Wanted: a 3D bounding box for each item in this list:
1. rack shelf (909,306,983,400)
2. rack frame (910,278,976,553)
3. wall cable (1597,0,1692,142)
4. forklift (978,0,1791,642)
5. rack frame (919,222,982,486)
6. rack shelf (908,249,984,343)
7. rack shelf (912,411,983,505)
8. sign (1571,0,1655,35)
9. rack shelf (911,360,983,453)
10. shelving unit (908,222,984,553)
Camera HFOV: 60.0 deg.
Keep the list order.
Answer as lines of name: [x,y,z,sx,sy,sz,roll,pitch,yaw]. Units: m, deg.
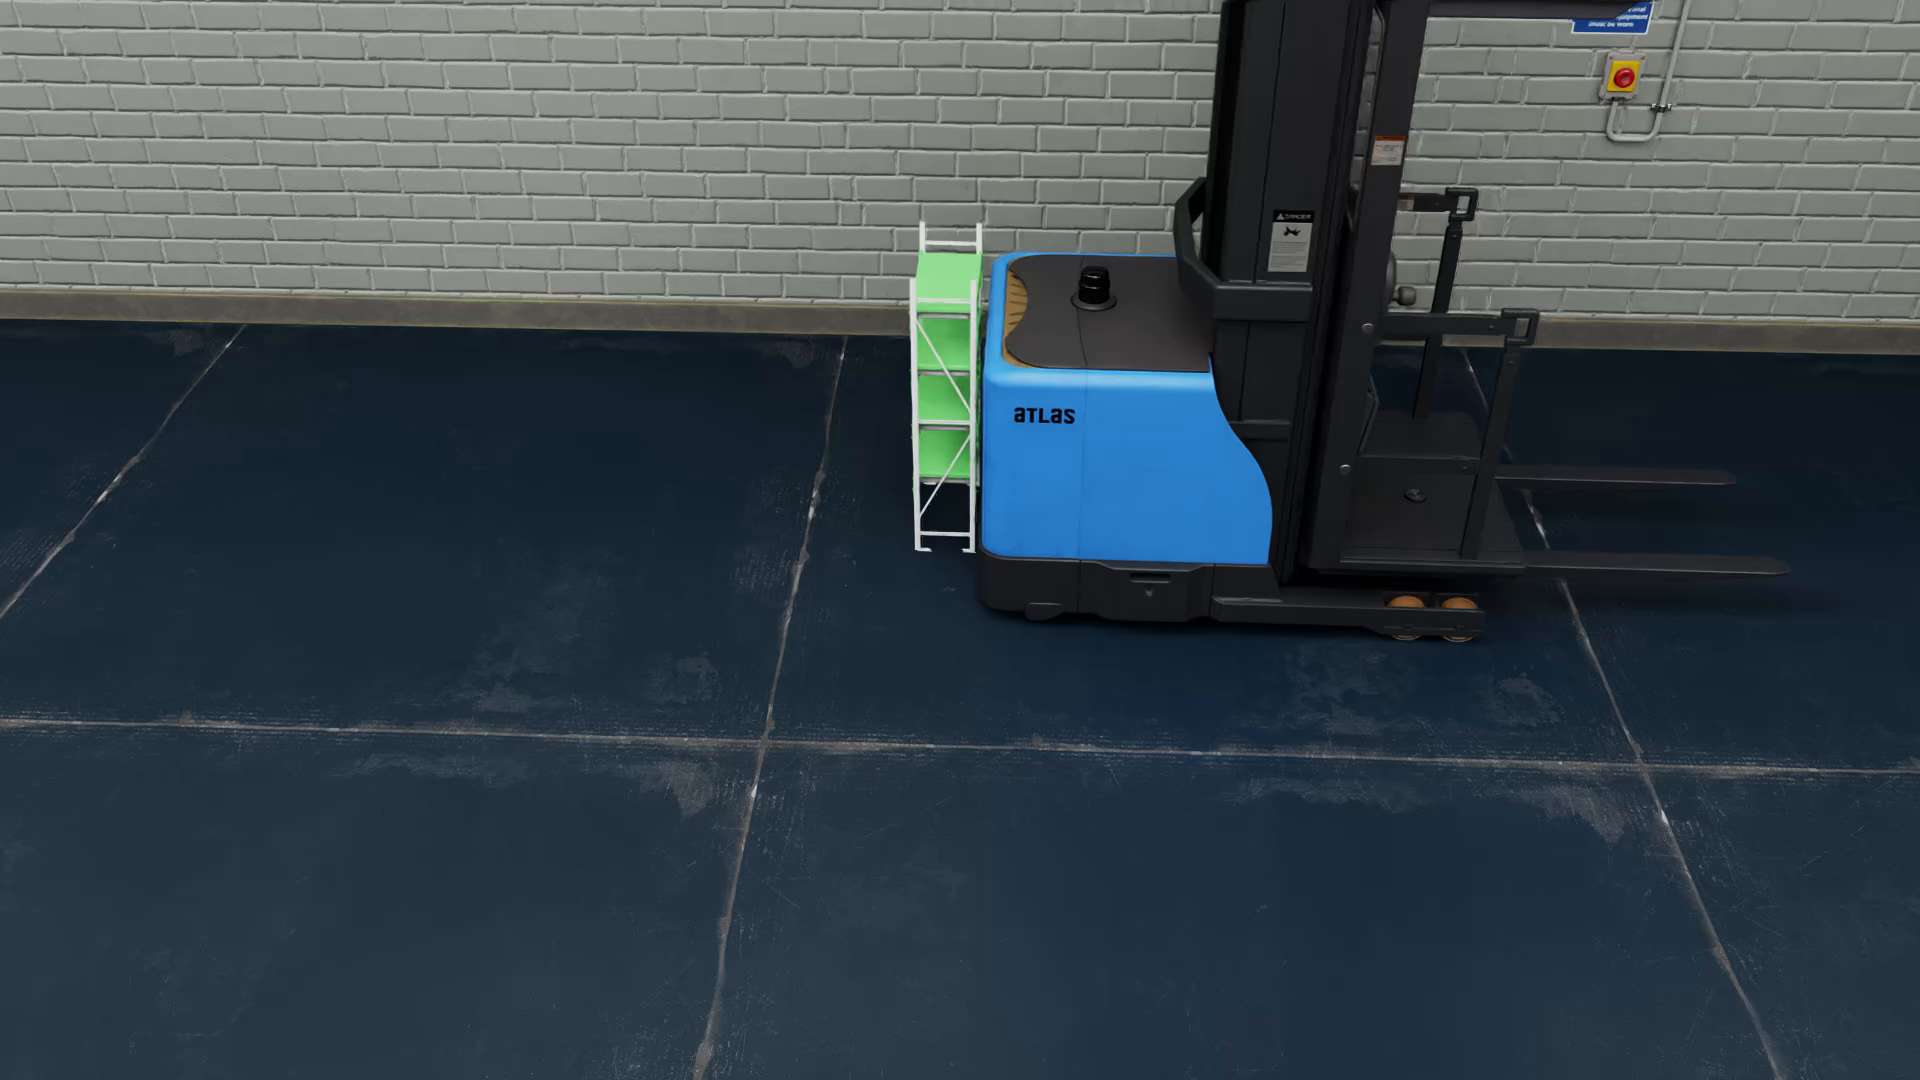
rack shelf: [-0.048,-0.732,6.441,0.258,0.148,0.480,2,35,2]
rack frame: [-0.061,-0.448,6.343,0.240,1.200,0.015,2,35,2]
wall cable: [2.864,-2.568,6.884,0.585,1.953,0.123,1,35,2]
forklift: [1.603,-1.134,5.814,3.031,2.935,1.130,2,35,2]
rack frame: [-0.035,-0.728,6.742,0.240,1.200,0.015,2,35,2]
rack shelf: [-0.048,-0.928,6.303,0.258,0.148,0.480,2,35,2]
rack shelf: [-0.048,-0.339,6.717,0.258,0.148,0.480,2,35,2]
sign: [2.818,-2.286,7.159,0.327,0.218,0.001,1,35,2]
rack shelf: [-0.048,-0.535,6.579,0.258,0.148,0.480,2,35,2]
shelving unit: [-0.048,-0.588,6.543,0.258,1.200,0.503,2,35,2]
